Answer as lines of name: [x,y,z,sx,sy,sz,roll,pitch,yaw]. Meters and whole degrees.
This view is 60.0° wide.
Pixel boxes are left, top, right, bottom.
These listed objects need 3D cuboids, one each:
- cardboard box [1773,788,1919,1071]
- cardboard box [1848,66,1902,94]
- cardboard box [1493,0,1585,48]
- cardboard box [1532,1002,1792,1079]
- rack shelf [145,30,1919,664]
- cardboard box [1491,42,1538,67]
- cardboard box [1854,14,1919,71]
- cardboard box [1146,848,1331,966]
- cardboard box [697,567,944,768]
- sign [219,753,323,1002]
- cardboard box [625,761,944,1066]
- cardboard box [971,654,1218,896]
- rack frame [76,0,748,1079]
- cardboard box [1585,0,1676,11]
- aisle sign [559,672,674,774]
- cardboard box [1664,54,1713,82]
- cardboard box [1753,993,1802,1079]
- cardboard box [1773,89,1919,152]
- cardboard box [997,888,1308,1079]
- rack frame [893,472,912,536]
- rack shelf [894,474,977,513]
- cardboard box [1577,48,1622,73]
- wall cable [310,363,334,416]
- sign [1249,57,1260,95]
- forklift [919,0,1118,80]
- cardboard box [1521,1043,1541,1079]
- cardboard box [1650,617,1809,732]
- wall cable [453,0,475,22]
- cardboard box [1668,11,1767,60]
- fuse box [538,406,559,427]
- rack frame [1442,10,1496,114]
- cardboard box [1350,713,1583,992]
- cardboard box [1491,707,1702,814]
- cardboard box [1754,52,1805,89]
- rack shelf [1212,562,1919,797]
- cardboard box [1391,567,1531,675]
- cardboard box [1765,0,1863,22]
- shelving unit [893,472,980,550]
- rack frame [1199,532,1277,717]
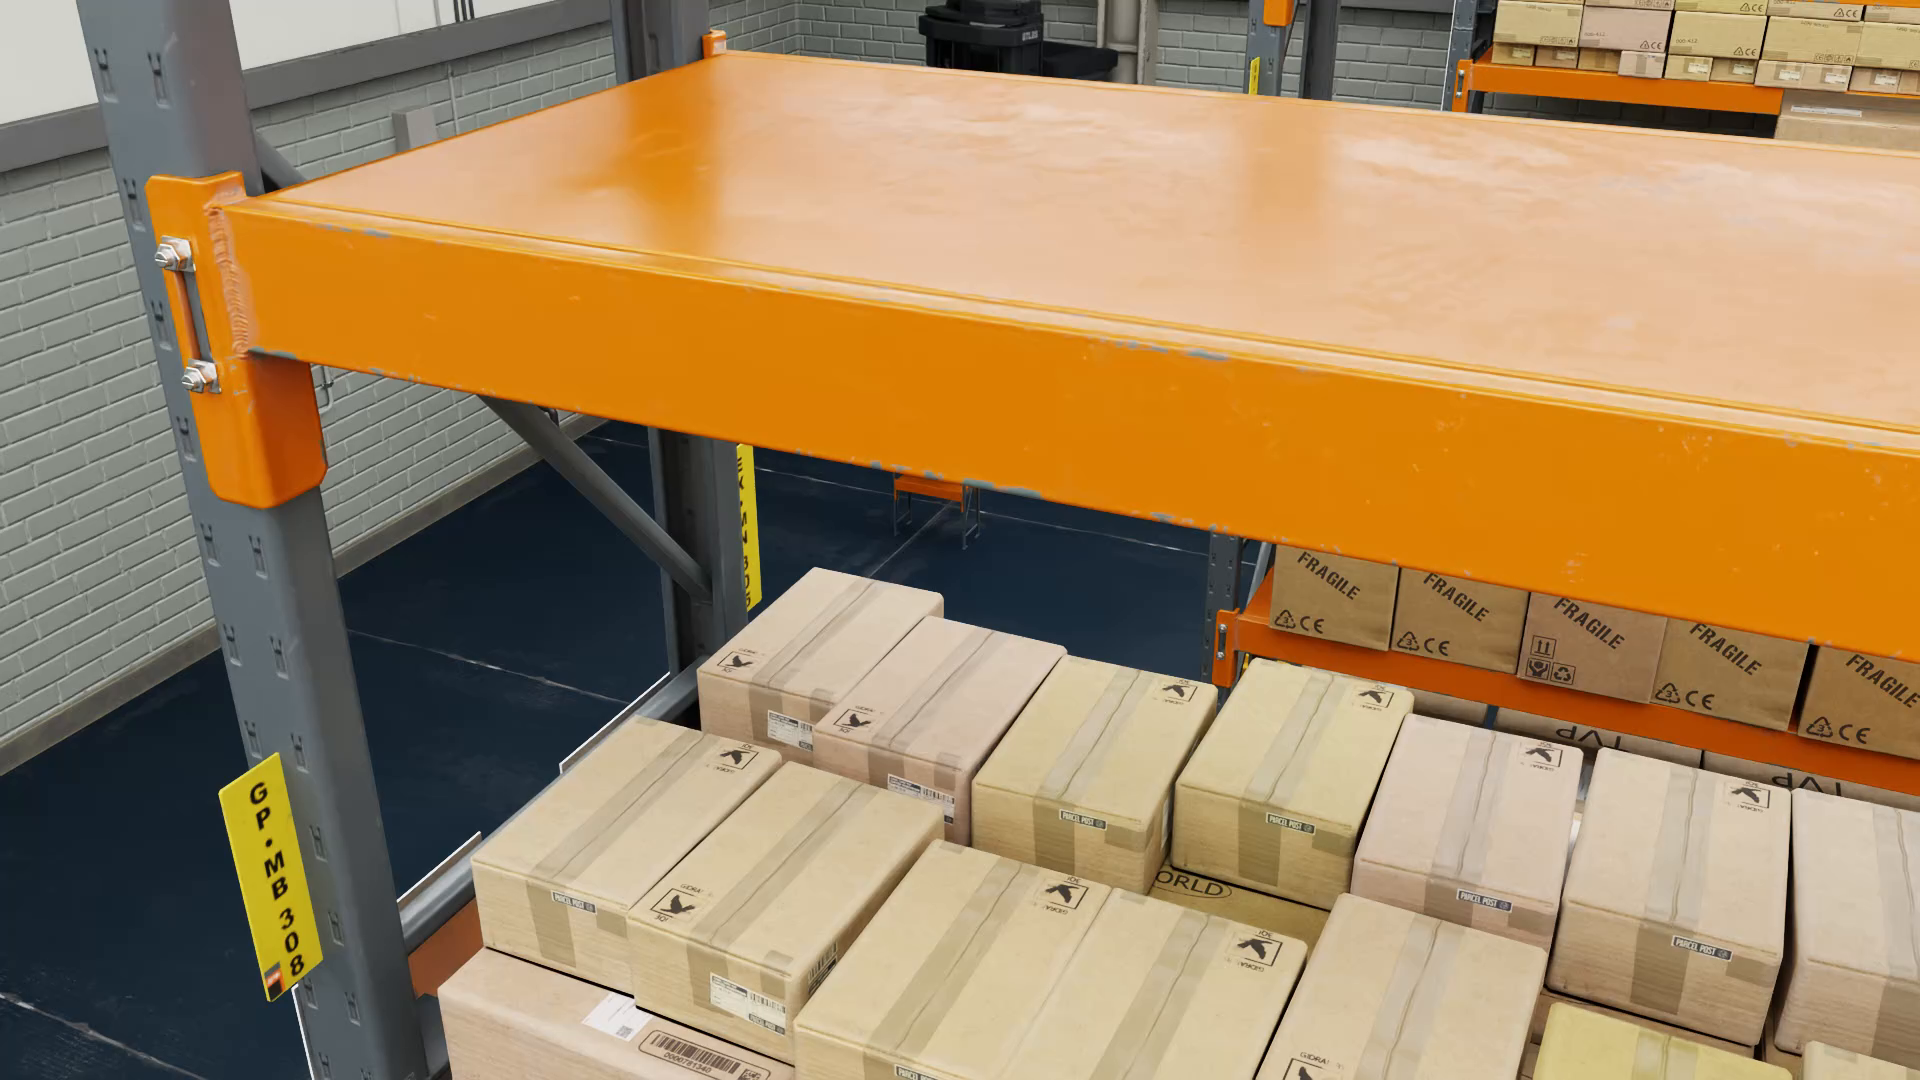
cardboard box: [1.176,0.498,2.099,0.250,0.149,0.380,11,28,20]
cardboard box: [5.412,-2.757,9.842,0.250,0.149,0.380,12,29,22]
cardboard box: [3.659,-3.279,10.452,0.500,0.250,0.500,11,28,21]
cardboard box: [0.702,0.685,1.720,0.250,0.149,0.380,12,29,23]
rack shelf: [1.180,-0.055,1.491,4.000,0.370,1.077,11,28,22]
cardboard box: [3.562,-3.140,10.619,0.250,0.149,0.380,12,29,23]
cardboard box: [5.527,-2.916,9.713,0.500,0.250,0.500,12,29,23]
cardboard box: [0.350,0.519,2.508,0.500,0.250,0.500,11,28,20]
cardboard box: [-0.216,0.208,2.688,0.250,0.149,0.380,11,28,21]
sign: [-0.865,0.427,2.101,0.005,0.325,0.100,11,28,22]
cardboard box: [-0.215,0.470,2.156,0.250,0.149,0.380,13,29,24]
cardboard box: [0.202,0.339,2.422,0.250,0.149,0.380,10,28,20]
rack frame: [-0.640,-0.744,2.074,0.127,3.000,1.000,11,28,22]
cardboard box: [4.123,-3.412,10.155,0.500,0.250,0.500,11,28,21]
aisle sign: [-0.583,0.647,3.097,0.004,0.787,0.394,11,28,22]
cardboard box: [4.464,-2.917,10.166,0.250,0.149,0.380,11,28,22]
cardboard box: [1.270,0.711,2.118,0.500,0.250,0.500,10,28,20]
cardboard box: [3.090,-1.257,5.809,0.500,0.500,0.500,12,29,23]
cardboard box: [0.223,0.594,1.905,0.250,0.149,0.380,12,29,23]
rack frame: [-0.373,-0.613,10.637,0.015,1.200,0.240,11,28,22]
rack shelf: [-0.151,-0.330,10.664,0.480,0.148,0.258,11,28,22]
cardboard box: [4.038,-3.048,10.434,0.250,0.149,0.380,11,28,22]
wall cable: [-3.826,-1.553,9.323,0.123,1.953,0.585,11,28,22]
sign: [1.082,-1.613,6.156,0.005,0.325,0.100,11,28,22]
forklift: [0.515,-2.810,13.138,1.130,2.935,3.031,20,33,35]
cardboard box: [0.582,0.821,1.894,0.500,0.250,0.500,12,29,22]
cardboard box: [3.025,0.363,6.504,0.500,0.500,0.500,12,29,24]
wall cable: [-2.477,-5.112,10.903,0.133,3.039,2.988,11,28,22]
cardboard box: [4.591,-3.096,10.080,0.500,0.250,0.500,10,28,20]
fuse box: [-2.824,-1.323,11.501,0.414,1.711,0.539,11,28,22]
rack frame: [3.368,-2.058,11.535,0.127,3.000,1.000,11,28,22]
cardboard box: [0.693,0.414,2.269,0.250,0.149,0.380,11,28,21]
cardboard box: [2.796,1.144,7.456,0.875,0.438,0.875,12,29,23]
cardboard box: [4.917,-2.820,9.971,0.250,0.149,0.380,11,28,22]
rack shelf: [3.137,0.627,6.896,4.000,0.370,1.077,11,28,22]
cardboard box: [2.107,0.178,6.880,0.500,0.500,0.500,11,28,21]
cardboard box: [5.054,-3.236,9.799,0.500,0.250,0.500,12,29,23]
shelving unit: [-0.151,-0.569,10.546,0.503,1.200,0.258,11,28,22]
rack frame: [1.317,-0.062,7.480,0.127,3.000,1.000,11,28,22]
